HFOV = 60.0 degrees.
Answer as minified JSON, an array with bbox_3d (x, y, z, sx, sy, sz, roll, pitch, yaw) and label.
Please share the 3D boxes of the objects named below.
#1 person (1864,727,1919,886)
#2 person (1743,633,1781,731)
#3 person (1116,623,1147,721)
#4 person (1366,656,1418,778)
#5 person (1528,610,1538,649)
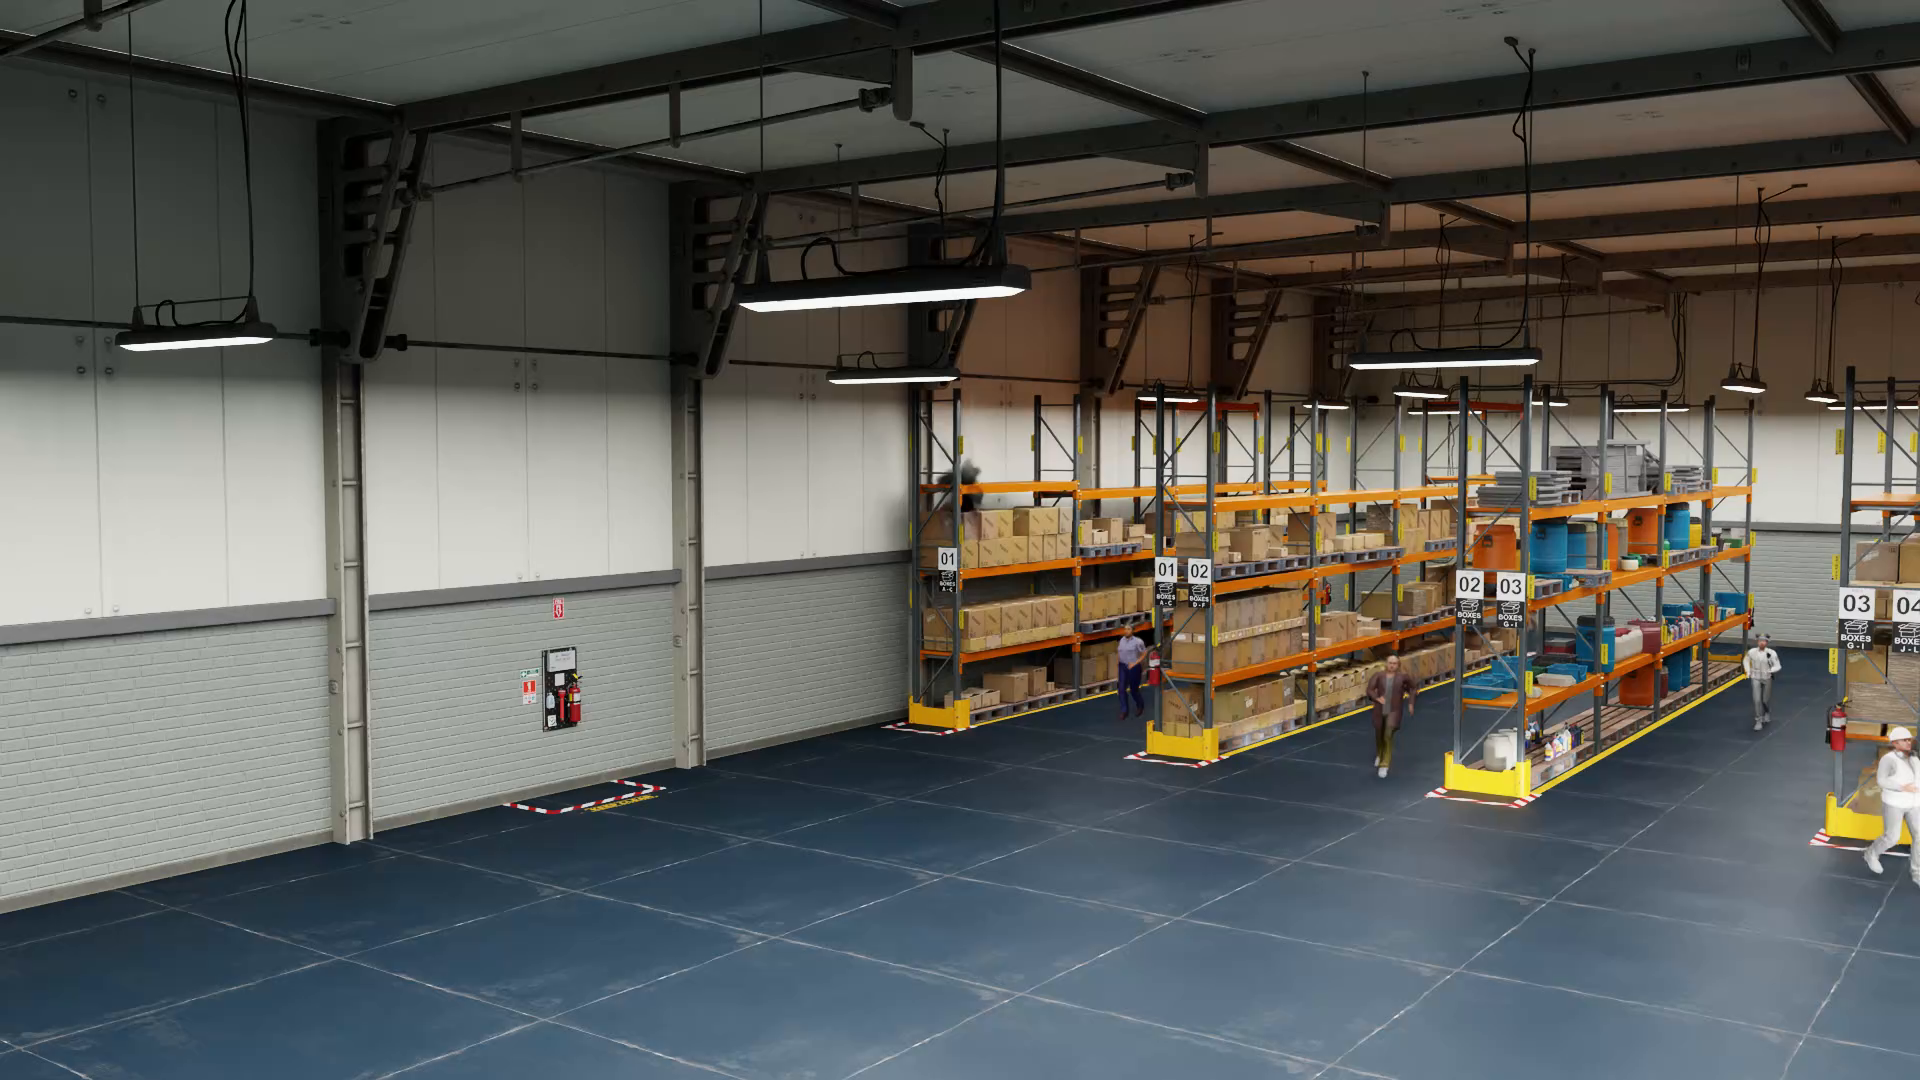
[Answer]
[{"bbox_3d":[10.731,3.032,18.971,0.667,1.807,0.911,-1,3,-10],"label":"person"},{"bbox_3d":[14.203,2.482,29.477,0.620,1.700,0.774,2,4,30],"label":"person"},{"bbox_3d":[2.941,2.280,28.825,0.610,1.640,0.704,2,4,31],"label":"person"},{"bbox_3d":[6.577,2.668,25.405,0.740,1.824,0.941,2,4,25],"label":"person"},{"bbox_3d":[13.748,1.875,40.312,0.667,1.775,0.796,-2,4,-36],"label":"person"}]
